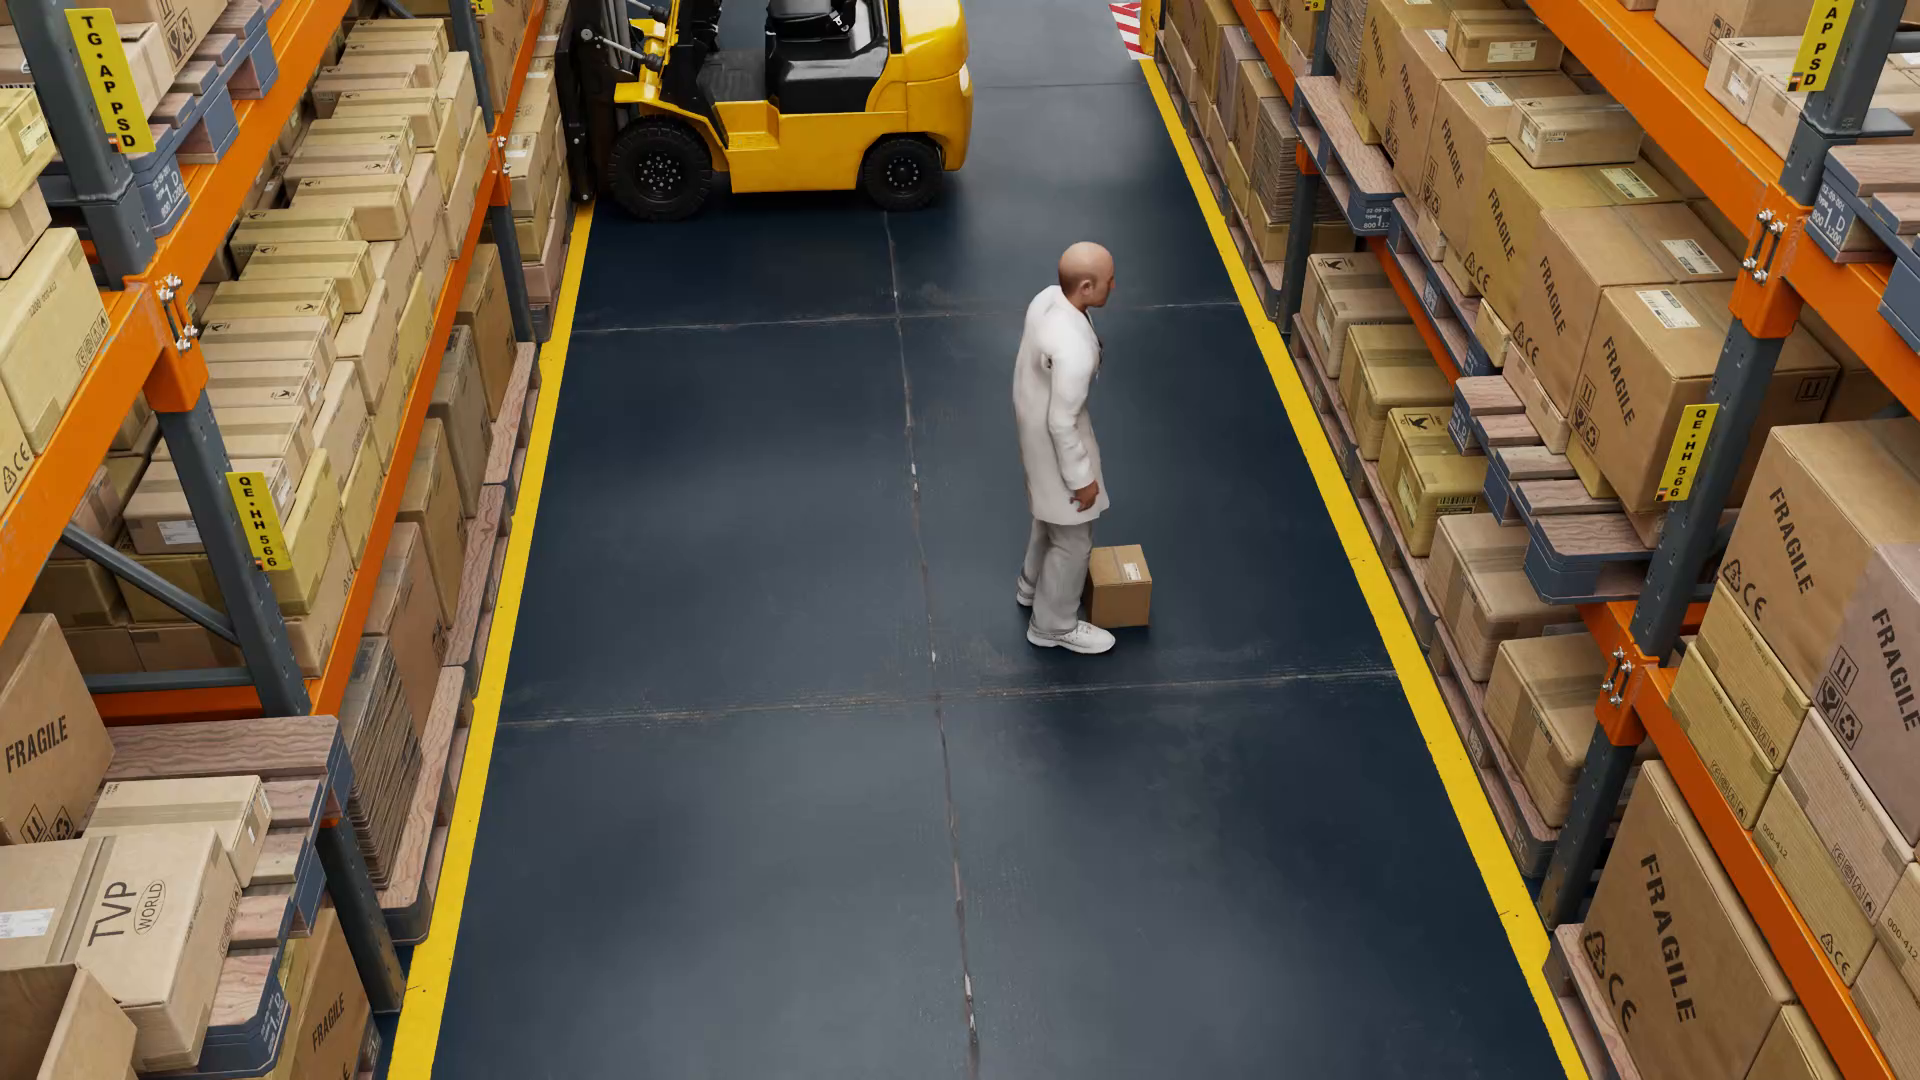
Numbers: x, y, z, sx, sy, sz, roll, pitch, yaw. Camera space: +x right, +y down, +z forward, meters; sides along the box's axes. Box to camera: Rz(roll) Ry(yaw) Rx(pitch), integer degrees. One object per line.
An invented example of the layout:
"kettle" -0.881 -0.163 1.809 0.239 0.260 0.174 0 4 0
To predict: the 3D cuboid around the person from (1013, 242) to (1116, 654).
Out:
"person" 0.422 -0.376 6.637 0.424 1.774 0.644 -3 39 -4
